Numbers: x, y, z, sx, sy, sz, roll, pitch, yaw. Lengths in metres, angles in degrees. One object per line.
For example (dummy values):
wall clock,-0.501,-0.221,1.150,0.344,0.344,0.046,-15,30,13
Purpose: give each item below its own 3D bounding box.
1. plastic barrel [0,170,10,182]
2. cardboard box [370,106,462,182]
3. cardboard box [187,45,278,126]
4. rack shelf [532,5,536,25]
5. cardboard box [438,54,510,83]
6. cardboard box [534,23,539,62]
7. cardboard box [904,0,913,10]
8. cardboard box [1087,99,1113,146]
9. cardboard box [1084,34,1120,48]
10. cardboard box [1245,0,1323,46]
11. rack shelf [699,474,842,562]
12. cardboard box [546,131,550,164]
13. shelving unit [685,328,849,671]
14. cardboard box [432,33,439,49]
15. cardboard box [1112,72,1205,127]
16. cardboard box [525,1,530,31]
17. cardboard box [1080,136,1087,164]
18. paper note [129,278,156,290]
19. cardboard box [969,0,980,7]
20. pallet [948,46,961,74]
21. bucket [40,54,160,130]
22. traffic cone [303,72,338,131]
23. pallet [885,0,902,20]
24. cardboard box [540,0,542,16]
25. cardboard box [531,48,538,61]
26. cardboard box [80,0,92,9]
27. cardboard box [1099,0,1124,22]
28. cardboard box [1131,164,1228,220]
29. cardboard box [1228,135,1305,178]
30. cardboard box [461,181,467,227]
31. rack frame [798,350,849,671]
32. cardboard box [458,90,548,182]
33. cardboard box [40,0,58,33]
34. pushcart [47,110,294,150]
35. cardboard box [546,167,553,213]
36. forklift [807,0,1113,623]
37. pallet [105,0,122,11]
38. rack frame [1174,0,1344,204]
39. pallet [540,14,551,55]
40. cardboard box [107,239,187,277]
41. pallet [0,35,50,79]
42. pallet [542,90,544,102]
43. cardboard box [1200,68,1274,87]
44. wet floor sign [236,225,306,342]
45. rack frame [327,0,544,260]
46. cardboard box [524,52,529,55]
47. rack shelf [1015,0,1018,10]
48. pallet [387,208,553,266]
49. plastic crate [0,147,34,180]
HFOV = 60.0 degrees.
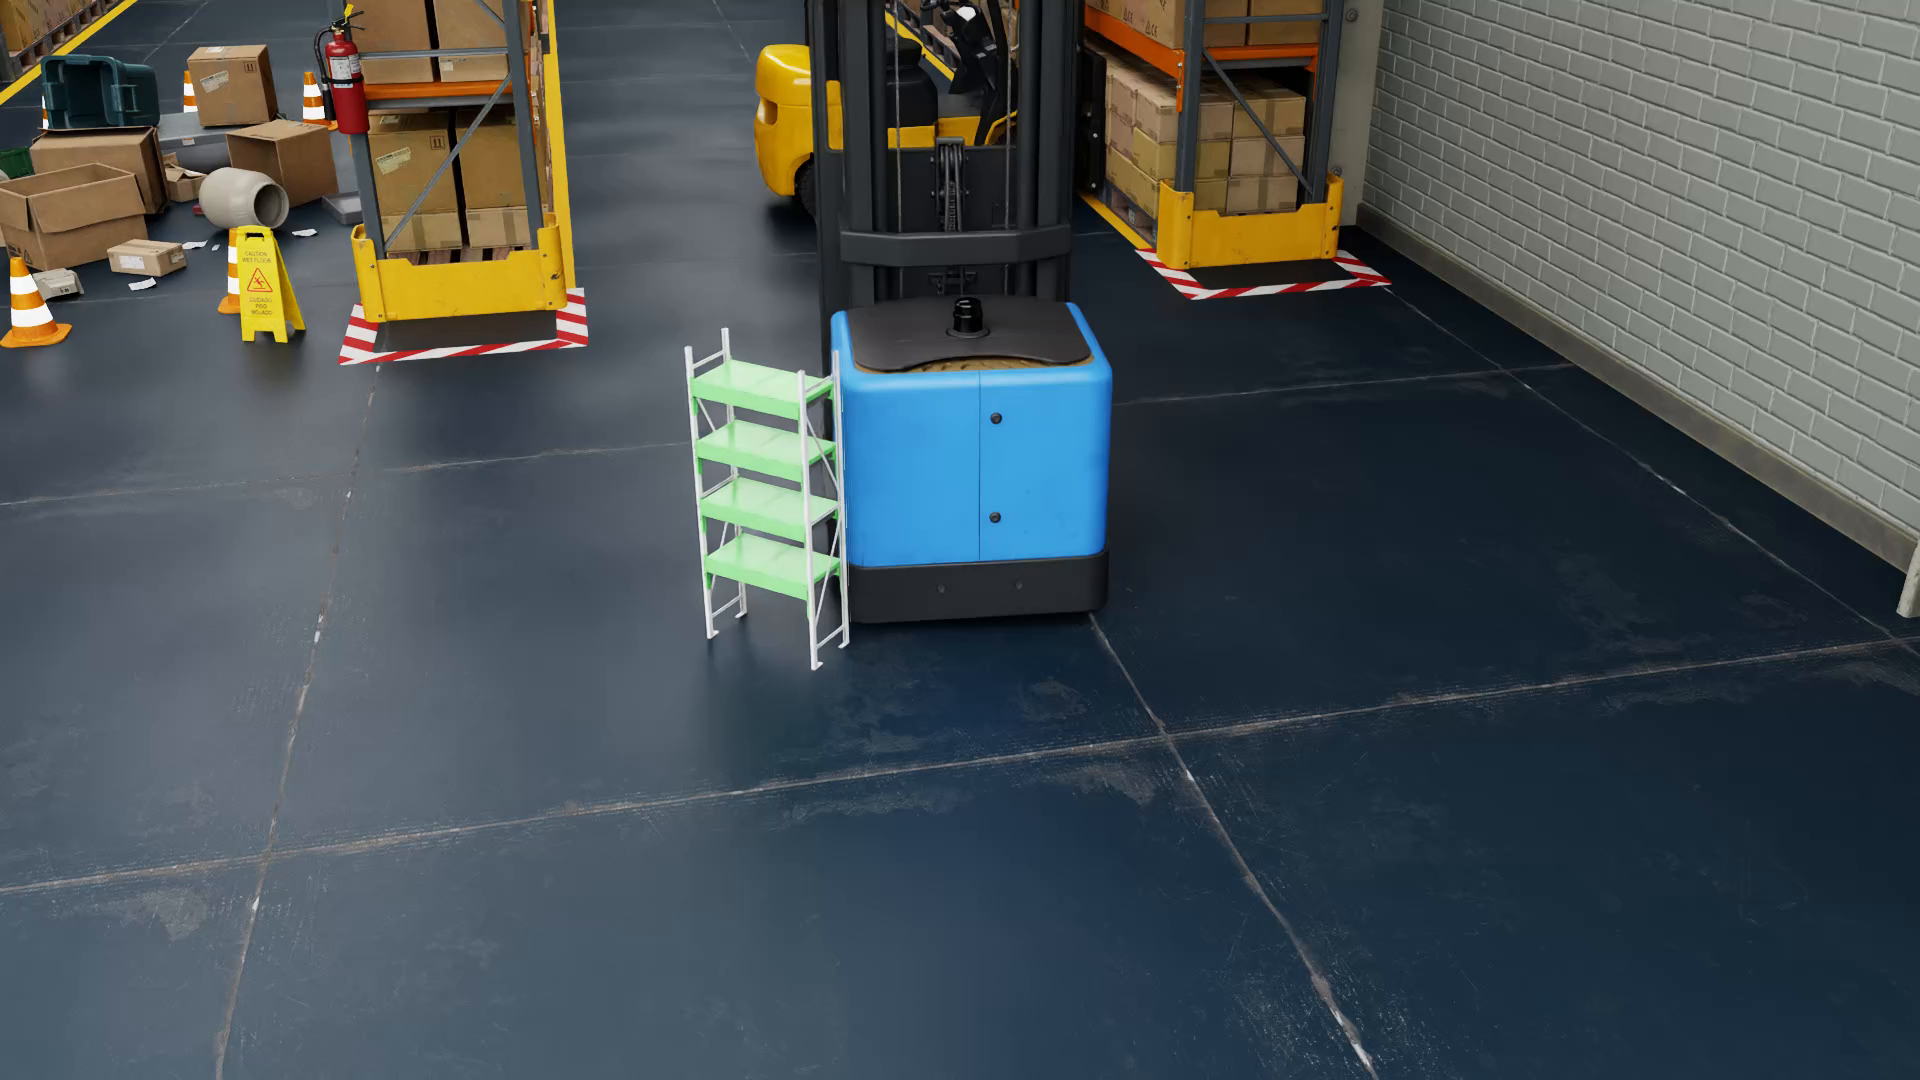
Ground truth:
plastic barrel,-6.905,-2.430,11.596,0.512,0.421,0.421,13,30,24
cardboard box,-3.509,-2.563,10.751,0.500,0.500,0.500,-5,27,-10
cardboard box,-5.583,-3.498,12.785,0.500,0.500,0.500,-6,27,-12
rack shelf,-4.306,-5.027,14.678,1.077,0.370,4.000,-6,27,-12
cardboard box,-2.829,-2.772,9.692,0.380,0.149,0.250,-6,27,-11
cardboard box,-4.465,-4.668,15.620,0.950,0.372,0.625,-6,27,-13
cardboard box,-0.329,-6.188,18.488,0.500,0.500,0.500,-6,27,-12
cardboard box,1.228,-3.030,11.956,0.500,0.250,0.500,-7,28,-13
cardboard box,1.012,-3.695,12.717,0.500,0.250,0.500,-5,27,-10
cardboard box,2.040,-3.510,10.764,0.500,0.500,0.500,-5,27,-10
rack shelf,-0.708,-0.088,6.235,0.480,0.148,0.258,14,30,26
cardboard box,-3.331,-2.965,12.381,0.500,0.250,0.500,-7,28,-13
shelving unit,-0.708,-0.145,6.206,0.503,1.200,0.258,14,30,26
cardboard box,-3.457,-3.195,10.531,0.380,0.149,0.250,-6,27,-11
cardboard box,1.353,-3.020,11.380,0.500,0.250,0.500,-5,27,-11
cardboard box,-2.910,-3.354,10.126,0.500,0.500,0.500,-5,27,-10
cardboard box,1.122,-3.019,12.488,0.500,0.250,0.500,-5,27,-10
paper note,-5.106,-1.601,10.389,0.148,0.019,0.142,-16,31,-29
cardboard box,0.512,-5.002,16.001,0.875,0.625,0.625,-7,28,-14
pallet,0.497,-4.587,16.103,1.003,0.211,1.213,-6,27,-12
bucket,-6.378,-3.314,12.434,0.726,0.611,0.620,3,17,6
traffic cone,-5.499,-3.740,14.145,0.336,0.463,0.334,-6,27,-12
pallet,-0.325,-6.353,19.602,1.003,0.211,1.213,-6,27,-12
cardboard box,-5.028,-6.168,18.034,0.875,0.875,0.875,-6,27,-11
cardboard box,-3.344,-3.309,12.230,0.500,0.500,0.500,-5,27,-11
cardboard box,-10.046,-6.207,18.527,0.500,0.500,0.500,-6,27,-13
cardboard box,1.291,-3.907,11.551,0.500,0.500,0.500,-6,27,-13
cardboard box,1.468,-2.354,11.170,0.500,0.250,0.500,-6,27,-11
cardboard box,1.978,-2.630,11.163,0.500,0.250,0.500,-5,27,-11
cardboard box,-3.507,-2.230,10.924,0.500,0.250,0.500,-6,27,-11
rack frame,-0.495,-0.091,6.099,0.015,1.200,0.240,14,30,26
cardboard box,-2.994,-2.630,10.885,0.500,0.500,0.500,-7,28,-14
cardboard box,-9.705,-5.532,17.189,0.500,0.500,0.500,-7,28,-13
pushcart,-6.065,-3.046,12.866,1.648,0.377,0.936,-16,31,-29
cardboard box,-2.974,-2.281,11.025,0.500,0.250,0.500,-5,27,-10
forklift,-0.097,-1.620,7.206,1.130,2.935,3.031,-3,27,-6
pallet,-10.644,-6.481,19.857,1.003,0.211,1.213,-6,27,-12
rack frame,1.881,-3.220,10.300,1.000,3.000,0.127,-6,27,-12
pallet,-4.861,-5.335,17.585,1.003,0.211,1.213,-6,27,-12
cardboard box,-5.217,-1.811,10.673,0.380,0.149,0.250,8,28,15
pallet,-9.731,-4.777,16.480,1.003,0.211,1.213,-6,27,-12
pallet,-4.032,-3.567,14.082,1.003,0.211,1.213,-6,27,-12
cardboard box,1.841,-3.075,11.489,0.500,0.250,0.500,-6,27,-12
wet floor sign,-3.954,-1.471,9.448,0.267,0.644,0.232,3,27,6
rack frame,-2.954,-2.714,9.298,1.000,3.000,0.127,-6,27,-12
cardboard box,-2.893,-3.122,10.385,0.380,0.149,0.250,-6,27,-11
rack shelf,0.529,-5.532,15.680,1.077,0.370,4.000,-6,27,-12
pallet,-3.120,-1.863,10.706,1.003,0.211,1.213,-6,27,-12
plastic crate,-7.340,-2.750,12.426,0.450,0.188,0.662,-2,25,20
